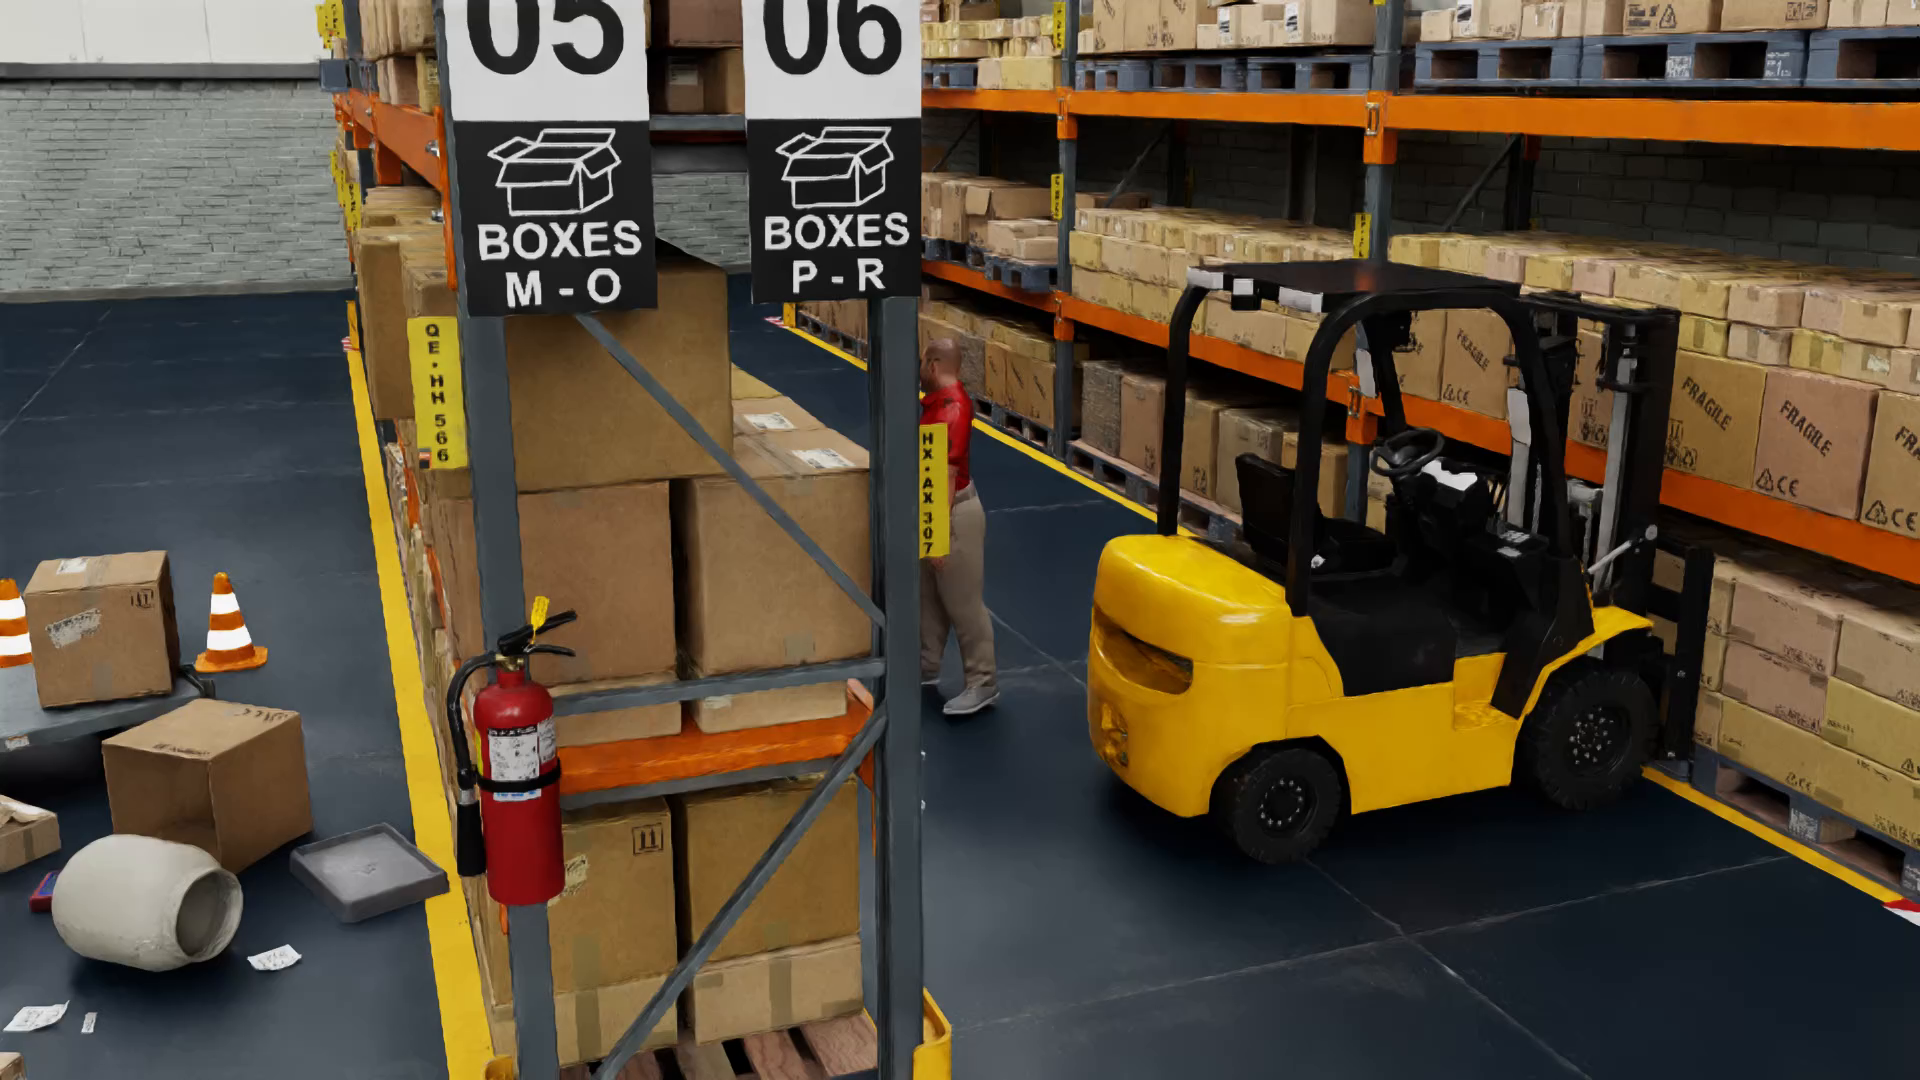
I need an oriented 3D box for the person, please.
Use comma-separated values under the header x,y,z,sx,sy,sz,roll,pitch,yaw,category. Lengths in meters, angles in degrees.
x,y,z,sx,sy,sz,roll,pitch,yaw,category
-0.120,-0.092,7.804,0.594,1.723,0.659,-1,16,-4,person
